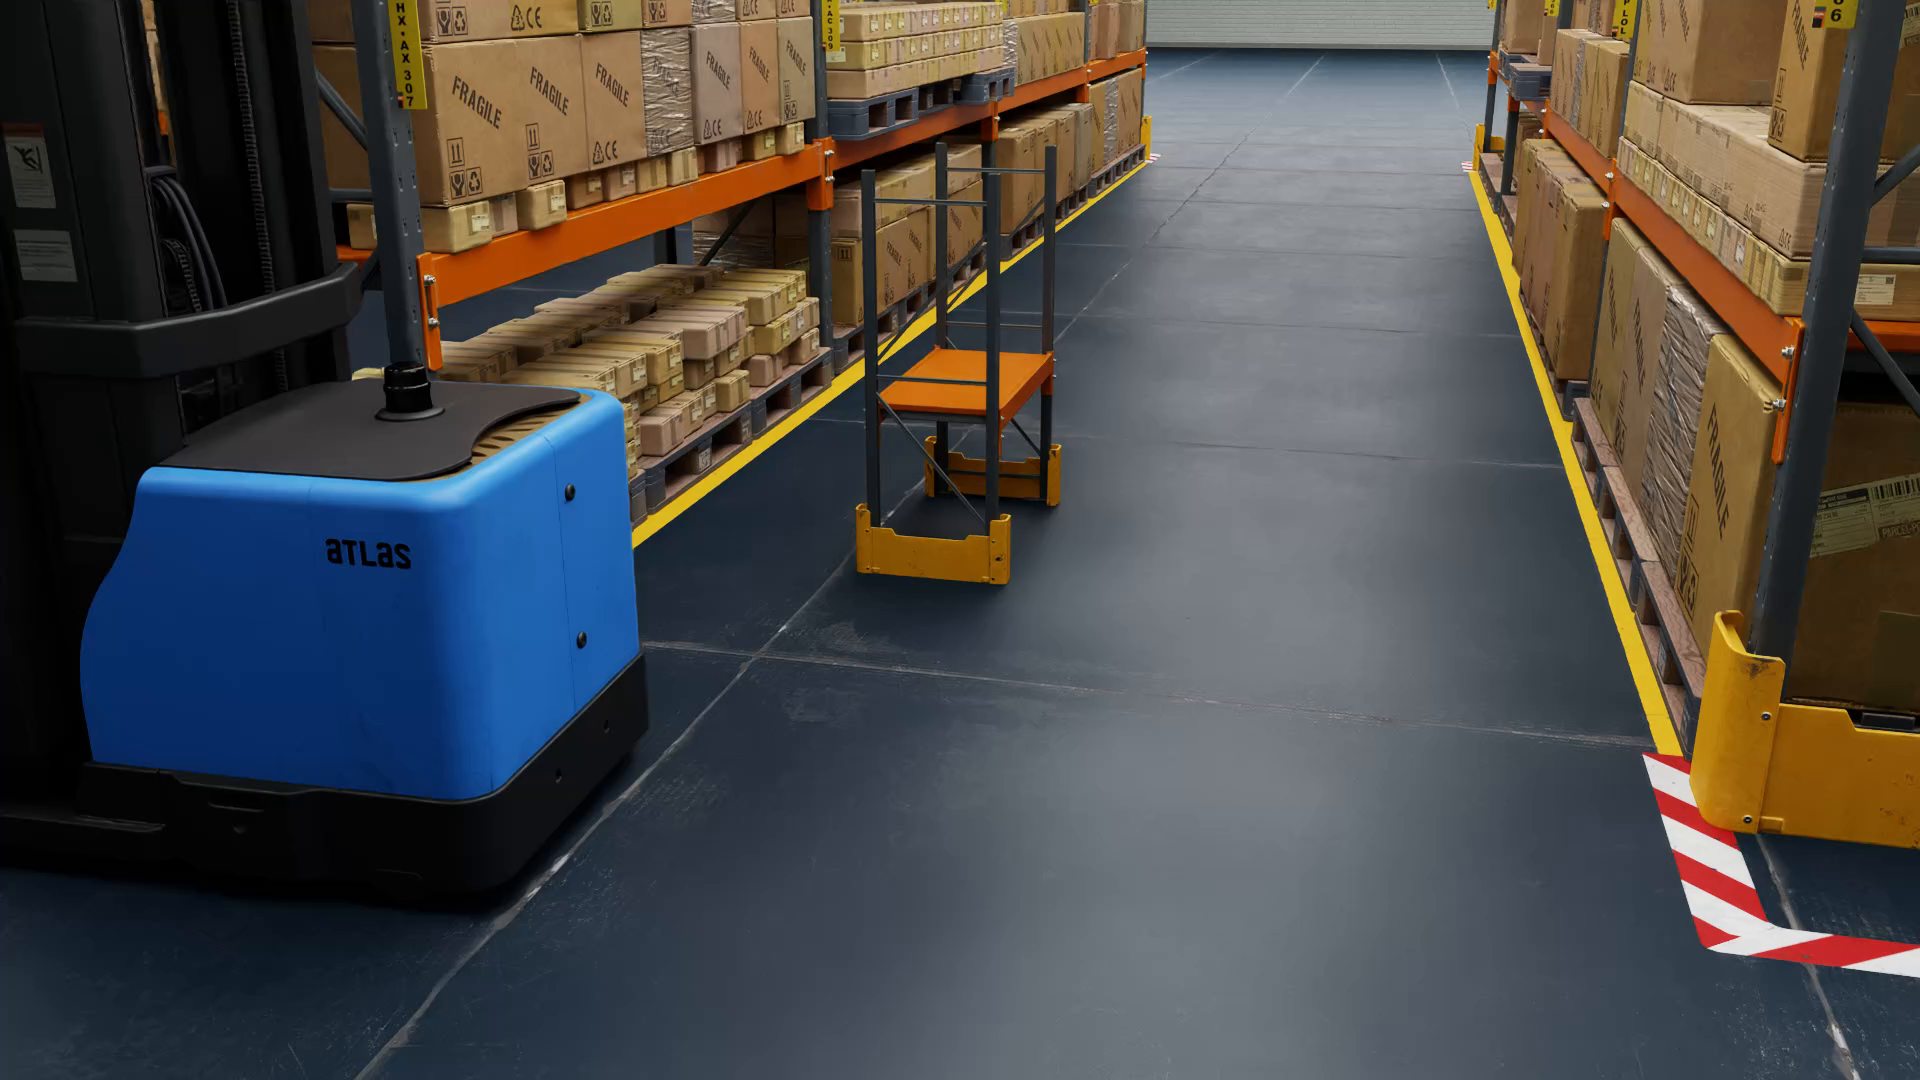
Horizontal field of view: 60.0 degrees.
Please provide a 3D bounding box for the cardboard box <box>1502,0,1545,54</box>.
[{"bbox_3d":[5.206,-4.671,14.144,1.000,1.000,1.000,5,19,14],"label":"cardboard box"}]

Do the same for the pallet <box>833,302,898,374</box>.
[{"bbox_3d":[-1.015,-1.267,10.070,1.003,0.211,1.213,5,19,13],"label":"pallet"}]

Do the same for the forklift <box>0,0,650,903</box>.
[{"bbox_3d":[-2.480,-0.736,4.307,3.031,2.935,1.130,4,19,12],"label":"forklift"}]

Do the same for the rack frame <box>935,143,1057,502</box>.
[{"bbox_3d":[0.145,-0.896,6.990,0.500,1.500,0.032,5,19,13],"label":"rack frame"}]

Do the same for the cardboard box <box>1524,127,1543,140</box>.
[{"bbox_3d":[5.805,-3.744,16.227,0.500,0.500,0.500,12,22,31],"label":"cardboard box"}]

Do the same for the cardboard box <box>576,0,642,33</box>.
[{"bbox_3d":[-1.548,-2.189,6.295,0.500,0.500,0.500,4,19,12],"label":"cardboard box"}]

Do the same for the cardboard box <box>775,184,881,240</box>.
[{"bbox_3d":[-0.767,-1.924,9.736,0.500,0.250,0.500,4,19,11],"label":"cardboard box"}]

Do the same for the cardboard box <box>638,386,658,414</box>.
[{"bbox_3d":[-1.541,-0.639,7.217,0.380,0.149,0.250,6,20,16],"label":"cardboard box"}]

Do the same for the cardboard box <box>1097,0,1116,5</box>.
[{"bbox_3d":[1.161,-5.885,17.372,0.875,0.550,0.550,5,19,13],"label":"cardboard box"}]

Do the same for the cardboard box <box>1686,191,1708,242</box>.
[{"bbox_3d":[2.683,-1.085,5.613,0.380,0.149,0.250,5,19,14],"label":"cardboard box"}]

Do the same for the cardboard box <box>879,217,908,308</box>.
[{"bbox_3d":[-0.638,-1.735,10.343,0.500,0.500,0.500,6,20,16],"label":"cardboard box"}]

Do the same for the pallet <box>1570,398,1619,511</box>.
[{"bbox_3d":[3.320,-0.367,7.436,1.003,0.211,1.213,5,19,13],"label":"pallet"}]

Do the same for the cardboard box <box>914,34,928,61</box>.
[{"bbox_3d":[-0.410,-2.979,10.046,0.380,0.149,0.250,5,20,16],"label":"cardboard box"}]

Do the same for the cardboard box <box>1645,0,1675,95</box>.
[{"bbox_3d":[3.089,-2.060,6.689,0.500,0.500,0.500,5,19,13],"label":"cardboard box"}]

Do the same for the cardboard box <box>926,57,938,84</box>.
[{"bbox_3d":[-0.347,-2.919,10.332,0.380,0.149,0.250,4,19,12],"label":"cardboard box"}]

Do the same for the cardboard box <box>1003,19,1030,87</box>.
[{"bbox_3d":[0.267,-3.922,13.375,0.500,0.500,0.500,4,19,13],"label":"cardboard box"}]

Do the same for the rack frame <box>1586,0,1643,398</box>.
[{"bbox_3d":[3.581,-1.919,7.665,1.000,3.000,0.127,5,19,13],"label":"rack frame"}]

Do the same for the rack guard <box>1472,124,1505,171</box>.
[{"bbox_3d":[6.495,-4.473,19.011,1.175,0.500,0.348,5,19,13],"label":"rack guard"}]

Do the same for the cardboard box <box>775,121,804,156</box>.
[{"bbox_3d":[-1.004,-2.026,8.367,0.380,0.149,0.250,4,19,12],"label":"cardboard box"}]

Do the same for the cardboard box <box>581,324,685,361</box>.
[{"bbox_3d":[-1.452,-0.857,7.398,0.380,0.149,0.250,5,19,14],"label":"cardboard box"}]

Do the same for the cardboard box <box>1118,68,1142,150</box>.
[{"bbox_3d":[1.627,-5.079,19.554,0.875,0.875,0.875,5,19,14],"label":"cardboard box"}]

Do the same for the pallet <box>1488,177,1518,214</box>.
[{"bbox_3d":[5.666,-3.320,16.081,1.003,0.211,1.213,5,19,13],"label":"pallet"}]

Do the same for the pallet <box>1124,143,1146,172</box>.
[{"bbox_3d":[1.609,-4.527,19.615,1.003,0.211,1.213,5,19,13],"label":"pallet"}]

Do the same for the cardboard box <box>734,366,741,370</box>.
[{"bbox_3d":[-1.298,-0.806,8.168,0.380,0.149,0.250,4,19,12],"label":"cardboard box"}]

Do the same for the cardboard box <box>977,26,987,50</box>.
[{"bbox_3d":[-0.031,-3.459,11.453,0.380,0.149,0.250,5,20,15],"label":"cardboard box"}]

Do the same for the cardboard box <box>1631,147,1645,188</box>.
[{"bbox_3d":[3.059,-1.569,7.028,0.380,0.149,0.250,5,20,15],"label":"cardboard box"}]

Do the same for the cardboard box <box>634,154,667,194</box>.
[{"bbox_3d":[-1.452,-1.538,6.939,0.380,0.149,0.250,5,20,15],"label":"cardboard box"}]

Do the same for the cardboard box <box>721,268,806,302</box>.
[{"bbox_3d":[-1.038,-1.341,8.814,0.380,0.149,0.250,5,20,15],"label":"cardboard box"}]

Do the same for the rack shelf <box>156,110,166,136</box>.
[{"bbox_3d":[-5.540,-2.988,11.908,1.077,0.370,4.000,5,19,13],"label":"rack shelf"}]

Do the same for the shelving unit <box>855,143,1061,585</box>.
[{"bbox_3d":[0.019,-0.734,6.515,0.587,1.500,1.083,5,19,13],"label":"shelving unit"}]

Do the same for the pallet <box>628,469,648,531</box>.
[{"bbox_3d":[-1.929,-0.045,6.491,1.003,0.211,1.213,5,19,13],"label":"pallet"}]

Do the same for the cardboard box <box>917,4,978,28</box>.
[{"bbox_3d":[-0.091,-3.523,11.179,0.380,0.149,0.250,5,20,15],"label":"cardboard box"}]

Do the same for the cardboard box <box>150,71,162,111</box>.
[{"bbox_3d":[-5.540,-2.910,10.798,0.500,0.250,0.500,4,19,12],"label":"cardboard box"}]

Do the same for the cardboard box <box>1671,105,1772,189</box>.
[{"bbox_3d":[2.837,-1.390,5.888,0.500,0.250,0.500,5,19,13],"label":"cardboard box"}]

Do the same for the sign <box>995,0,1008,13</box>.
[{"bbox_3d":[0.302,-4.066,12.284,0.100,0.325,0.005,5,19,13],"label":"sign"}]

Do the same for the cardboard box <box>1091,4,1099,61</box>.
[{"bbox_3d":[0.942,-5.211,17.072,0.875,0.550,0.550,5,19,13],"label":"cardboard box"}]

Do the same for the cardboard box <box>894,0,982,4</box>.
[{"bbox_3d":[-0.107,-4.256,12.807,0.700,0.500,0.500,5,19,13],"label":"cardboard box"}]

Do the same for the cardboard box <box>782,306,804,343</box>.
[{"bbox_3d":[-1.026,-1.123,8.635,0.380,0.149,0.250,4,19,11],"label":"cardboard box"}]

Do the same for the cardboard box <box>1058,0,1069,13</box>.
[{"bbox_3d":[0.636,-5.214,15.611,0.700,0.500,0.500,4,19,12],"label":"cardboard box"}]

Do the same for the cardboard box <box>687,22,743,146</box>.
[{"bbox_3d":[-1.298,-2.038,7.398,0.500,0.500,0.500,5,19,13],"label":"cardboard box"}]

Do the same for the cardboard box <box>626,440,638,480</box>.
[{"bbox_3d":[-1.535,-0.315,6.731,0.380,0.149,0.250,5,19,14],"label":"cardboard box"}]

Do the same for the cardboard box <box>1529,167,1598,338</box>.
[{"bbox_3d":[3.936,-1.594,9.352,1.225,0.875,0.875,4,19,11],"label":"cardboard box"}]

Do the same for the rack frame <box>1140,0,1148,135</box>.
[{"bbox_3d":[1.728,-6.103,19.916,1.000,3.000,0.127,5,19,13],"label":"rack frame"}]

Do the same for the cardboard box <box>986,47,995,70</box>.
[{"bbox_3d":[0.037,-3.407,11.761,0.380,0.149,0.250,5,19,13],"label":"cardboard box"}]

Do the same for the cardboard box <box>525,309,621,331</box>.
[{"bbox_3d":[-1.797,-0.968,7.722,0.380,0.149,0.250,4,19,11],"label":"cardboard box"}]

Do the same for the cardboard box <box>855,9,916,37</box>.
[{"bbox_3d":[-0.471,-3.037,9.756,0.380,0.149,0.250,4,19,13],"label":"cardboard box"}]

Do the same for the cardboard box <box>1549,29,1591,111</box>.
[{"bbox_3d":[4.176,-3.089,10.936,0.500,0.500,0.500,5,20,15],"label":"cardboard box"}]

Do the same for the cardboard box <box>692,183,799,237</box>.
[{"bbox_3d":[-1.267,-1.966,9.861,0.500,0.250,0.500,4,19,12],"label":"cardboard box"}]

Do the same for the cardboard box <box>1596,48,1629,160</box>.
[{"bbox_3d":[3.431,-2.134,8.141,0.500,0.500,0.500,5,19,14],"label":"cardboard box"}]

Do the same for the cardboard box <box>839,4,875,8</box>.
[{"bbox_3d":[-0.784,-3.499,11.109,0.380,0.149,0.250,6,20,16],"label":"cardboard box"}]

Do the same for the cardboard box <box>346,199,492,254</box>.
[{"bbox_3d":[-1.784,-1.045,5.496,0.380,0.149,0.250,4,19,13],"label":"cardboard box"}]
